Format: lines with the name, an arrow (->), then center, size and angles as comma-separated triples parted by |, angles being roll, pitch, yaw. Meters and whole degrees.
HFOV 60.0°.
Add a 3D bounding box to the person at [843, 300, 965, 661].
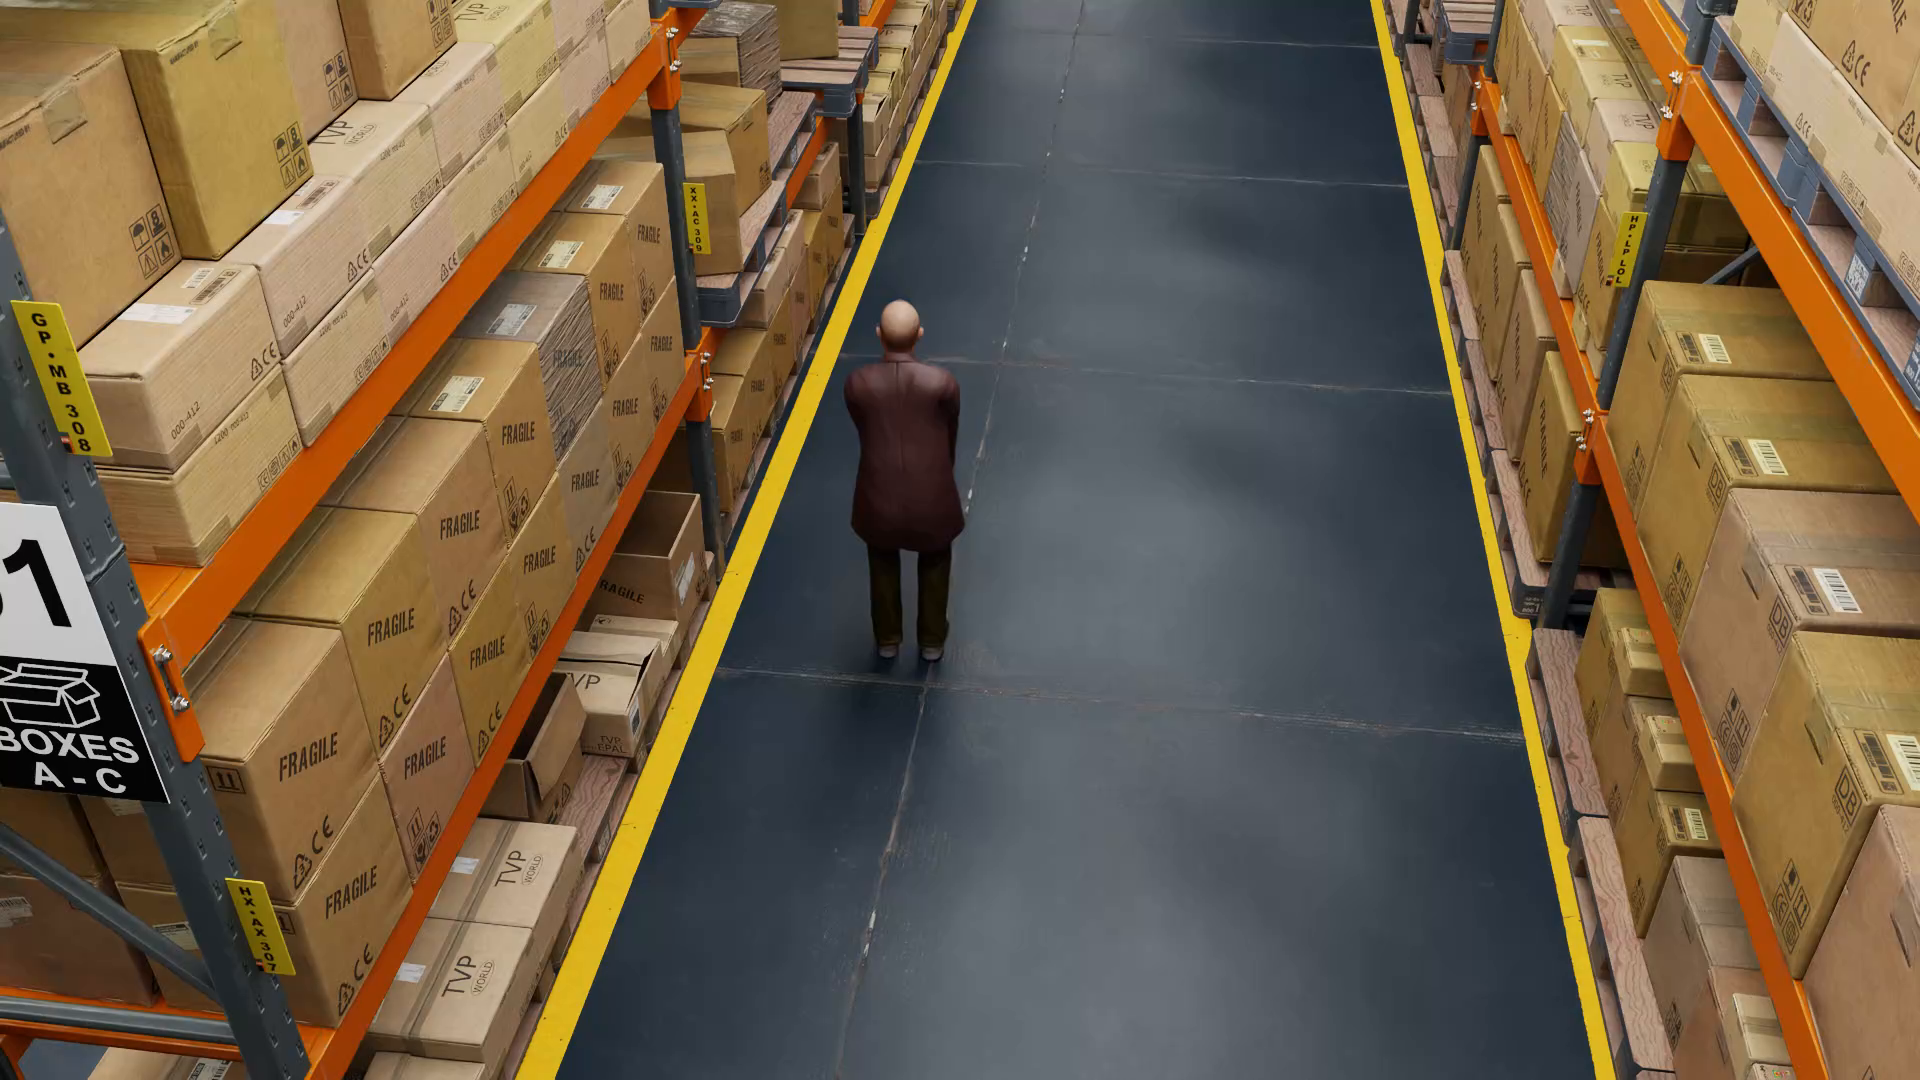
person -> -0.234, -0.270, 7.444 | 0.525, 1.770, 0.584 | 2, 36, 3
